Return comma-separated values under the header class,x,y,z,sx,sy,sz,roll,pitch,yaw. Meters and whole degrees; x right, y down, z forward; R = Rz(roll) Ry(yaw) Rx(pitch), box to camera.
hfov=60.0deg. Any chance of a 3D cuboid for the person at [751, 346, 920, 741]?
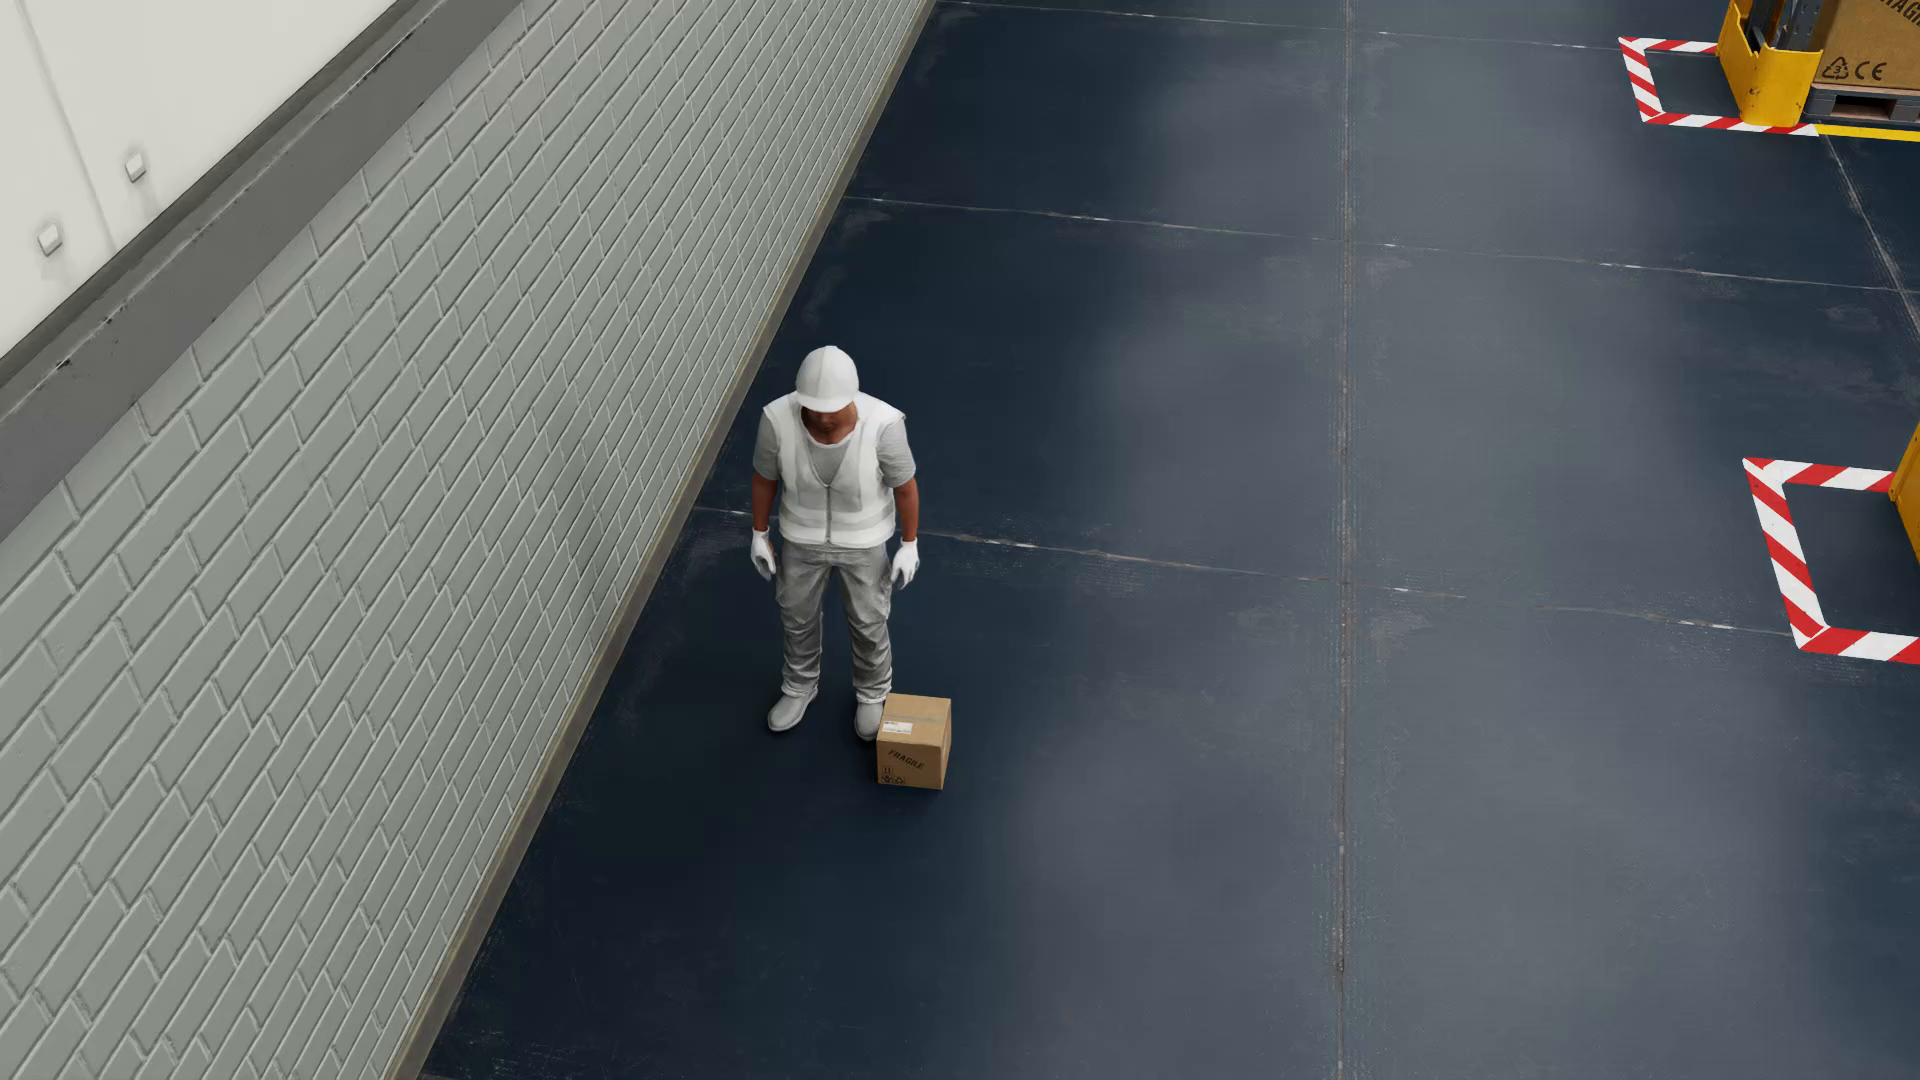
class,x,y,z,sx,sy,sz,roll,pitch,yaw
person,-0.461,0.011,6.135,0.628,1.774,0.448,4,40,5
